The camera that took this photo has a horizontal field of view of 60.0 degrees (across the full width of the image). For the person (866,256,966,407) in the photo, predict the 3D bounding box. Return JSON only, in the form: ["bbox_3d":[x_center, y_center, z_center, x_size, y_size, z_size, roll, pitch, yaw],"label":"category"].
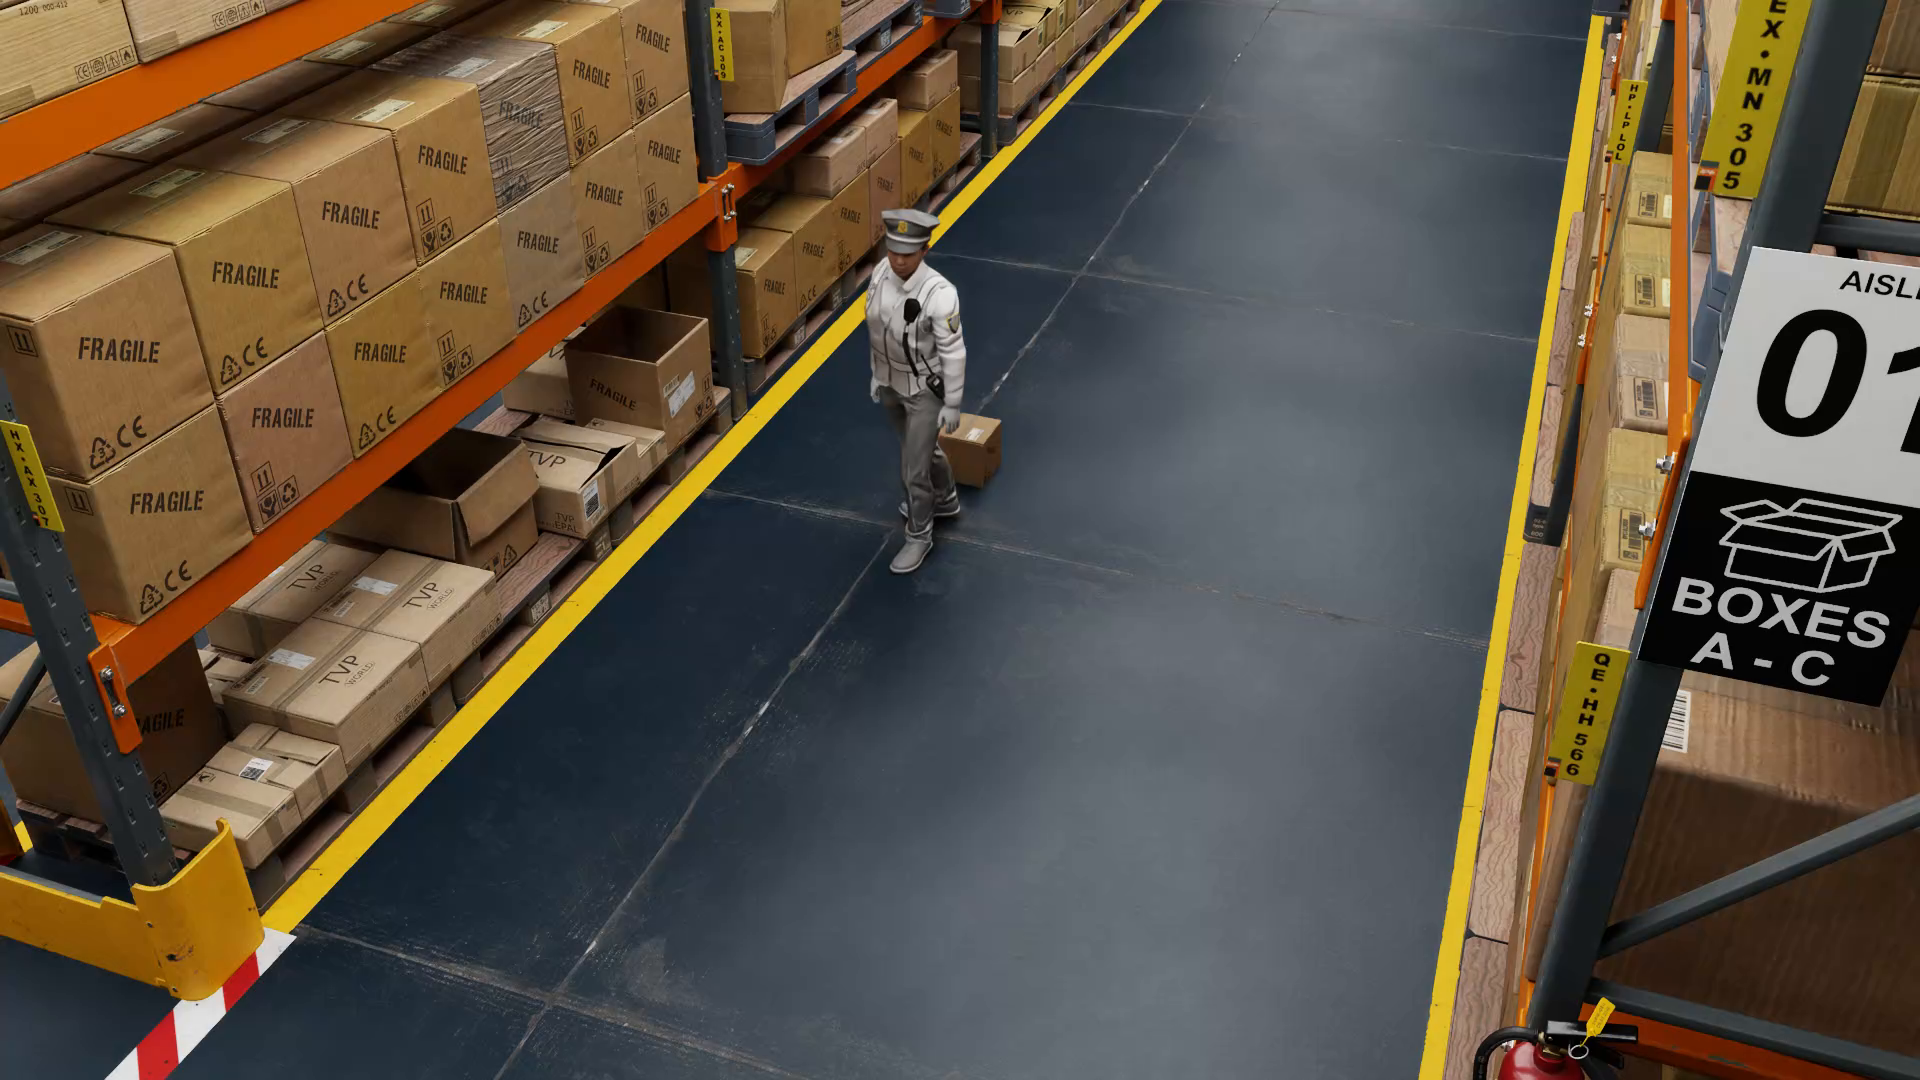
[{"bbox_3d":[-0.209,-0.896,6.948,0.339,0.621,0.504,-28,43,-35],"label":"person"}]
